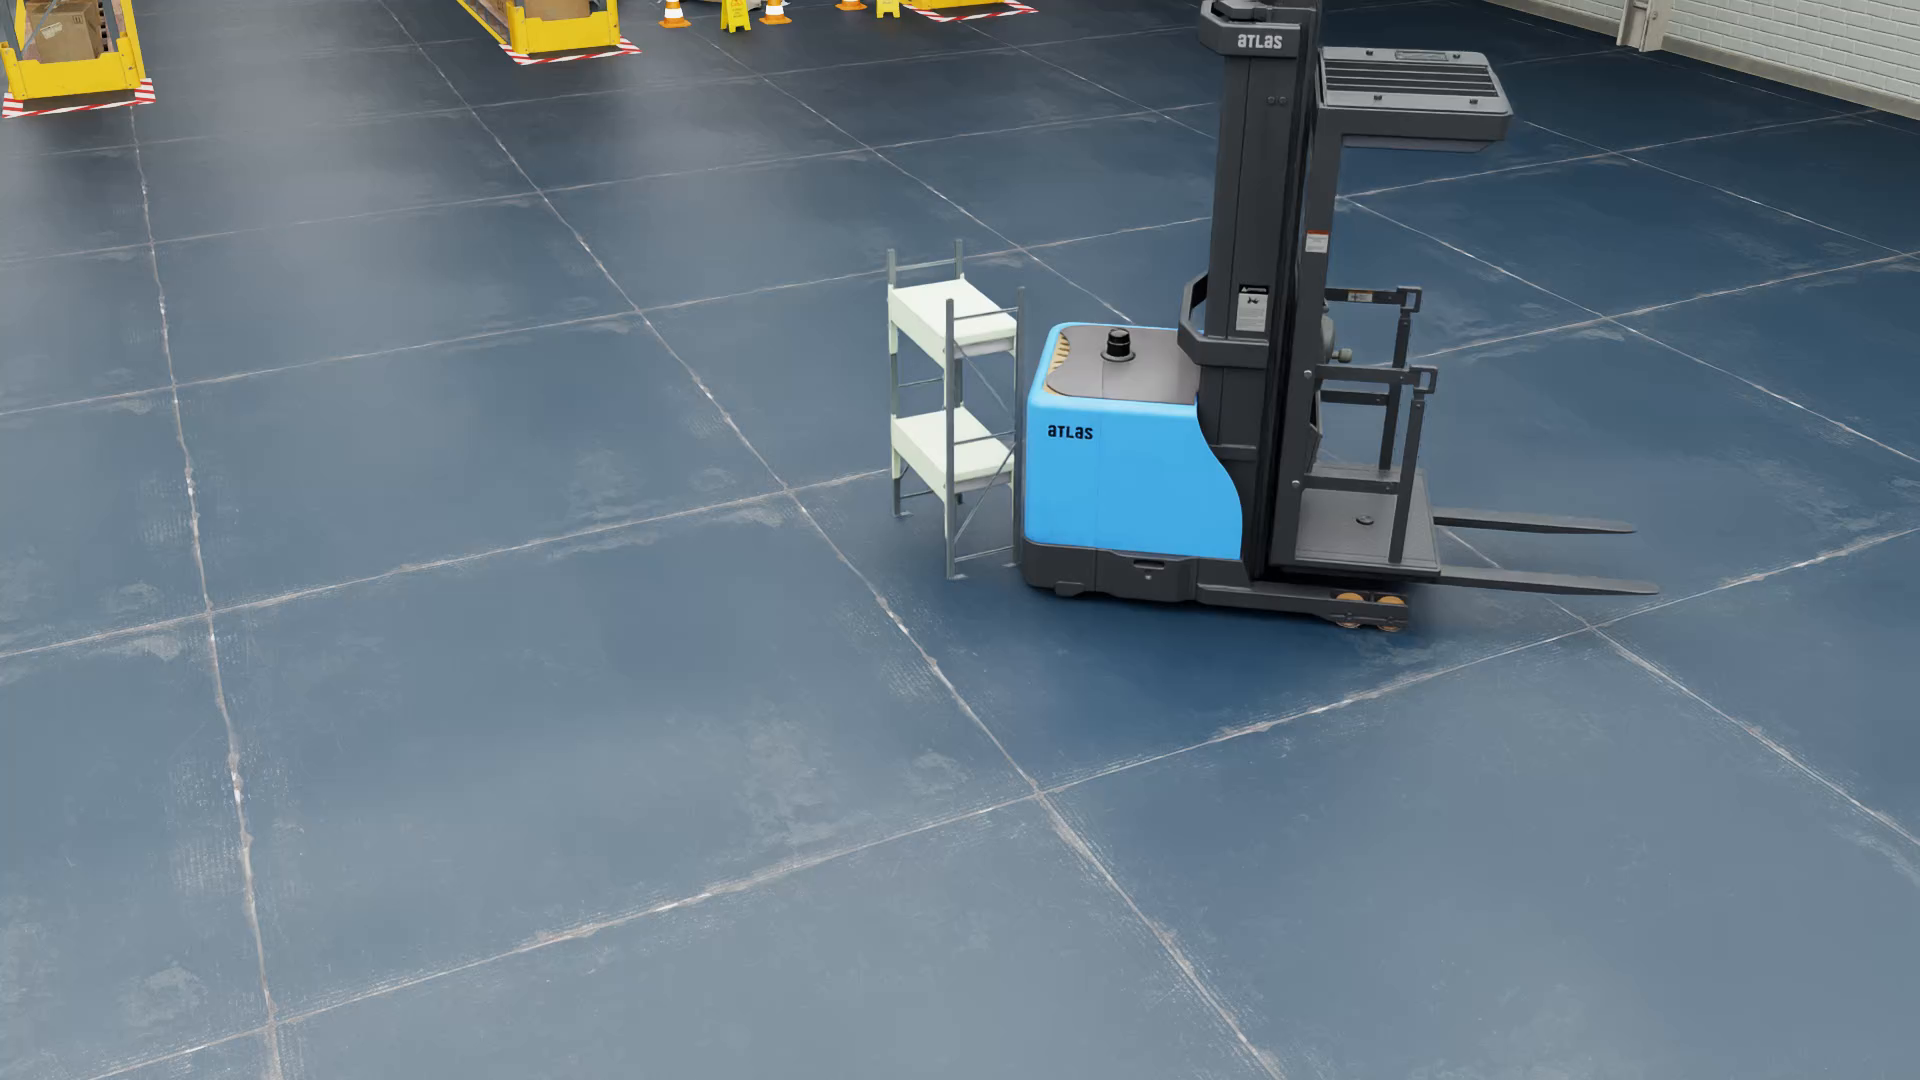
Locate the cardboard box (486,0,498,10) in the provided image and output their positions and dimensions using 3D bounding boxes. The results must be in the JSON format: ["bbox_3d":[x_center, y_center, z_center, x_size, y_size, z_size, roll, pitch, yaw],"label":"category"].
[{"bbox_3d":[-5.141,-6.776,19.510,0.875,0.875,0.875,-14,32,-23],"label":"cardboard box"}]

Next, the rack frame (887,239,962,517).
[{"bbox_3d":[-0.175,-0.821,8.680,0.400,1.500,0.023,-12,32,-21],"label":"rack frame"}]

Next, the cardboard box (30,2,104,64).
[{"bbox_3d":[-9.187,-5.221,17.120,0.500,0.500,0.500,-7,30,-13],"label":"cardboard box"}]

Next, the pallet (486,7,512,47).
[{"bbox_3d":[-4.825,-5.966,19.174,1.003,0.211,1.213,-13,32,-22],"label":"pallet"}]

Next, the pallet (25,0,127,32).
[{"bbox_3d":[-10.331,-6.110,19.431,1.003,0.211,1.213,-13,32,-22],"label":"pallet"}]

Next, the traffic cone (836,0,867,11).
[{"bbox_3d":[-1.333,-6.742,20.300,0.336,0.463,0.334,-13,32,-22],"label":"traffic cone"}]

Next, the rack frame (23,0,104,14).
[{"bbox_3d":[-10.651,-7.616,19.265,1.000,3.000,0.127,-13,32,-22],"label":"rack frame"}]

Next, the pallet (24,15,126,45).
[{"bbox_3d":[-9.803,-5.571,18.468,1.003,0.211,1.213,-13,32,-22],"label":"pallet"}]

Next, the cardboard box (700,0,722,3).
[{"bbox_3d":[-3.024,-7.085,20.871,0.637,0.503,0.797,13,32,21],"label":"cardboard box"}]

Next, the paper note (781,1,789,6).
[{"bbox_3d":[-2.187,-6.634,20.550,0.142,0.019,0.148,26,38,38],"label":"paper note"}]

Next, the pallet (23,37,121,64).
[{"bbox_3d":[-9.284,-5.032,17.509,1.003,0.211,1.213,-13,32,-22],"label":"pallet"}]

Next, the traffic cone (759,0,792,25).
[{"bbox_3d":[-2.190,-6.359,19.617,0.336,0.463,0.334,-13,32,-22],"label":"traffic cone"}]

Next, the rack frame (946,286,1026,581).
[{"bbox_3d":[0.120,-0.493,8.096,0.400,1.500,0.023,-12,32,-21],"label":"rack frame"}]

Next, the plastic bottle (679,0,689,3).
[{"bbox_3d":[-3.517,-6.765,20.752,0.283,0.061,0.133,26,38,38],"label":"plastic bottle"}]

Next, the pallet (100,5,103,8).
[{"bbox_3d":[-10.987,-6.743,20.559,1.003,0.211,1.213,-13,32,-22],"label":"pallet"}]

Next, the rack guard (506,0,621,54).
[{"bbox_3d":[-4.401,-5.745,18.484,1.175,0.500,0.348,-13,32,-22],"label":"rack guard"}]

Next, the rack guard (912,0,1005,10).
[{"bbox_3d":[-0.016,-6.873,20.496,1.175,0.500,0.348,-13,32,-22],"label":"rack guard"}]

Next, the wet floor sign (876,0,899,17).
[{"bbox_3d":[-0.869,-6.594,19.850,0.267,0.644,0.232,-3,29,-5],"label":"wet floor sign"}]

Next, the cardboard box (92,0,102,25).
[{"bbox_3d":[-9.925,-6.014,18.535,0.500,0.500,0.500,-16,33,-26],"label":"cardboard box"}]

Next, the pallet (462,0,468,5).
[{"bbox_3d":[-5.872,-7.044,21.096,1.003,0.211,1.213,-13,32,-22],"label":"pallet"}]

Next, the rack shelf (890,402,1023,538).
[{"bbox_3d":[-0.027,-0.373,8.548,0.431,0.370,0.720,-12,32,-21],"label":"rack shelf"}]

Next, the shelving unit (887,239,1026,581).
[{"bbox_3d":[-0.027,-0.657,8.388,0.431,1.500,0.755,-12,32,-21],"label":"shelving unit"}]

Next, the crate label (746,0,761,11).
[{"bbox_3d":[-2.583,-6.551,20.293,0.298,0.136,0.250,19,34,30],"label":"crate label"}]

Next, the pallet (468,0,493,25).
[{"bbox_3d":[-5.345,-6.504,20.134,1.003,0.211,1.213,-13,32,-22],"label":"pallet"}]

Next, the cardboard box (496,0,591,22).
[{"bbox_3d":[-4.762,-6.388,18.818,0.875,0.875,0.875,-13,32,-22],"label":"cardboard box"}]

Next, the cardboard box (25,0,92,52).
[{"bbox_3d":[-9.475,-5.478,17.578,0.500,0.500,0.500,-5,30,-9],"label":"cardboard box"}]

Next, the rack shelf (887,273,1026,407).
[{"bbox_3d":[-0.027,-0.997,8.197,0.431,0.370,0.720,-12,32,-21],"label":"rack shelf"}]

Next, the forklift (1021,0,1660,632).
[{"bbox_3d":[1.870,-1.121,7.753,3.031,2.935,1.130,5,30,8],"label":"forklift"}]

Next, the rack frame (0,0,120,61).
[{"bbox_3d":[-8.934,-5.849,16.114,1.000,3.000,0.127,-13,32,-22],"label":"rack frame"}]

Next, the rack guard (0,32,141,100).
[{"bbox_3d":[-8.967,-4.792,16.785,1.175,0.500,0.348,-13,32,-22],"label":"rack guard"}]

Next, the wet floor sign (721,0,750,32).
[{"bbox_3d":[-2.610,-6.222,19.186,0.267,0.644,0.232,-19,35,-30],"label":"wet floor sign"}]

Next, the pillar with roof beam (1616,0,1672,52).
[{"bbox_3d":[3.700,-8.533,14.766,9.100,9.000,0.400,-13,32,-22],"label":"pillar with roof beam"}]

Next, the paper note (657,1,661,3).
[{"bbox_3d":[-3.738,-6.695,20.679,0.032,0.001,0.123,2,29,4],"label":"paper note"}]

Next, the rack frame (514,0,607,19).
[{"bbox_3d":[-4.411,-6.846,17.891,1.000,3.000,0.127,-13,32,-22],"label":"rack frame"}]

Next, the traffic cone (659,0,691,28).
[{"bbox_3d":[-3.357,-6.272,19.462,0.336,0.463,0.334,-13,32,-22],"label":"traffic cone"}]
